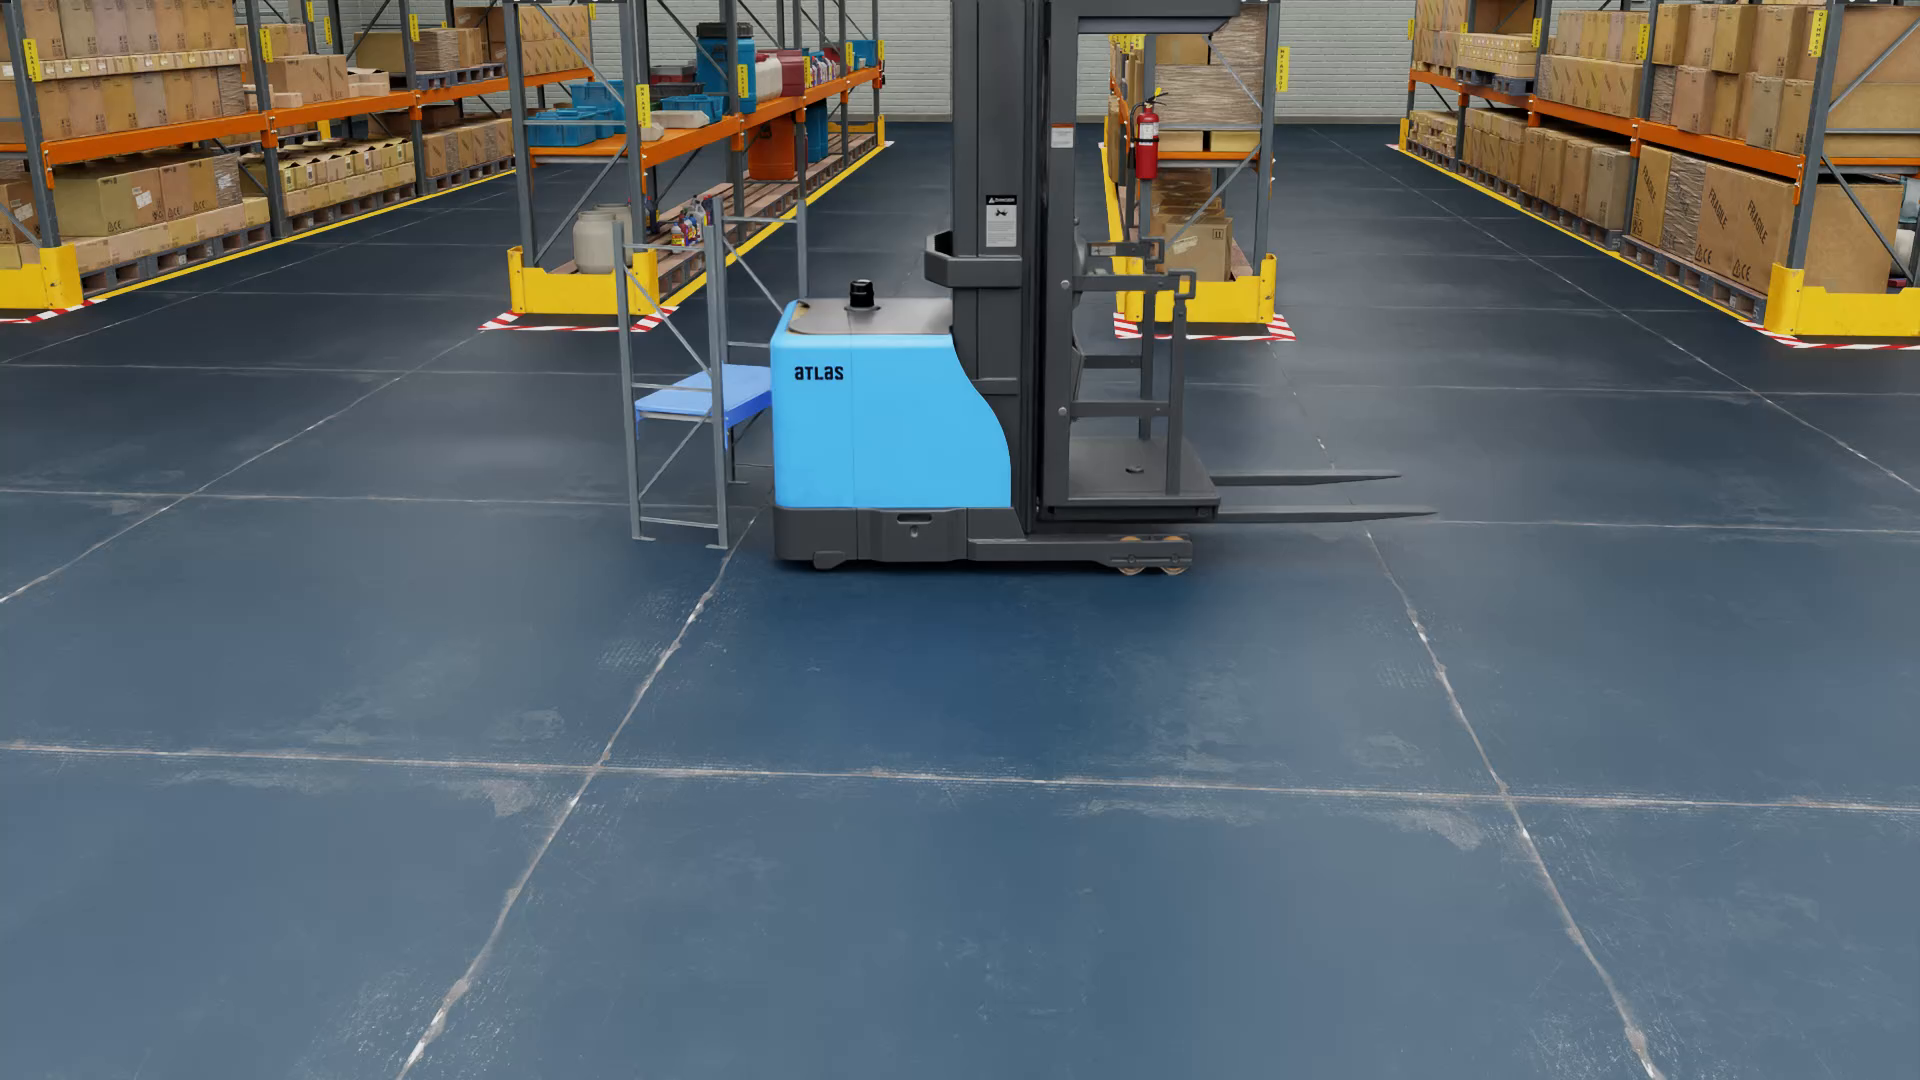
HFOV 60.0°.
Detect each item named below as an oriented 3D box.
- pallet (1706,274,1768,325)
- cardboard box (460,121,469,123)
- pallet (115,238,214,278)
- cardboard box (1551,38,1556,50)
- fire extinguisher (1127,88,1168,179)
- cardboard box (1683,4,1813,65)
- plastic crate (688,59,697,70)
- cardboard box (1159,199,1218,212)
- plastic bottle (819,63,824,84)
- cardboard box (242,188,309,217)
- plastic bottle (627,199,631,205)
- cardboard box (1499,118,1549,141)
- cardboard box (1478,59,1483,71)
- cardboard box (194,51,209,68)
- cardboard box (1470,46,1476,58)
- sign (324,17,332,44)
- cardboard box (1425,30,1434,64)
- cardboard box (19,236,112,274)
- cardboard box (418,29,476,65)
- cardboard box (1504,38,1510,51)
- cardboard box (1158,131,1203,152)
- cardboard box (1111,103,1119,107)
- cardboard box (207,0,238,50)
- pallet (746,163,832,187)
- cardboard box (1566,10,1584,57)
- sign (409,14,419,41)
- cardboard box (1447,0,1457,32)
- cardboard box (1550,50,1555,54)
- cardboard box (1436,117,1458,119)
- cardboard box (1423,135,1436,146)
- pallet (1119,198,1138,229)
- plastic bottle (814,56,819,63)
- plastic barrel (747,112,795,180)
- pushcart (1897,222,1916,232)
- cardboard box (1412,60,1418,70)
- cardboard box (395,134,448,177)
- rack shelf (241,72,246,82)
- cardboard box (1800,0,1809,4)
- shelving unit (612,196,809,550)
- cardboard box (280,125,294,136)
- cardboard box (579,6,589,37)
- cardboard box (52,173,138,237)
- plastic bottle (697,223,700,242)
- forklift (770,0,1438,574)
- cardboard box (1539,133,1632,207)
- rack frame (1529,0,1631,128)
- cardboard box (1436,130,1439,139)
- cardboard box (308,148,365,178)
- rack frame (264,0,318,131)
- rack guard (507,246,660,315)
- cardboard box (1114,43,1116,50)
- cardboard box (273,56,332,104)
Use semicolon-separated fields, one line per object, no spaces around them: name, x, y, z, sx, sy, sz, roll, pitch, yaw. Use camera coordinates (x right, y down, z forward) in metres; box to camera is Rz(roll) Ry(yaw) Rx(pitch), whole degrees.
pallet;6.824;-1.965;13.581;1.003;0.211;1.213;1;18;4
cardboard box;-7.420;-5.842;24.242;0.500;0.500;0.500;2;18;5
pallet;-7.872;-2.696;15.811;1.003;0.211;1.213;1;18;4
cardboard box;7.703;-6.269;21.010;0.380;0.149;0.250;1;18;2
fire extinguisher;1.437;-3.120;12.752;0.296;0.674;0.183;1;18;4
cardboard box;7.148;-4.580;15.107;0.875;0.550;0.550;1;18;4
plastic crate;-2.883;-5.313;19.217;0.402;0.464;0.583;1;18;4
cardboard box;2.039;-2.768;14.893;0.500;0.500;0.500;3;18;9
plastic bottle;-1.969;-6.447;22.981;0.152;0.276;0.135;1;18;4
cardboard box;-7.413;-3.659;18.015;0.500;0.250;0.500;1;18;3
plastic bottle;-3.234;-3.185;16.374;0.144;0.351;0.185;1;18;2
cardboard box;7.231;-5.268;21.319;0.500;0.250;0.500;2;18;5
cardboard box;7.130;-6.329;22.151;0.380;0.149;0.250;1;18;3
cardboard box;-7.548;-4.674;16.167;0.380;0.149;0.250;1;18;4
cardboard box;7.166;-6.635;22.606;0.380;0.149;0.250;1;18;2
sign;-7.944;-6.411;20.939;0.100;0.325;0.005;1;18;4
cardboard box;7.624;-7.746;26.108;0.500;0.500;0.500;2;18;5
cardboard box;-7.715;-2.459;14.352;0.500;0.250;0.500;1;18;4
cardboard box;-7.358;-7.021;23.699;0.700;0.500;0.500;4;19;13
cardboard box;7.035;-6.209;20.829;0.380;0.149;0.250;2;18;6
cardboard box;1.720;-3.156;13.141;0.380;0.149;0.250;1;18;4
cardboard box;2.620;-5.347;22.163;1.225;0.875;0.875;1;18;4
cardboard box;-7.714;-5.173;16.649;0.700;0.500;0.500;1;18;4
pallet;-2.357;-5.076;23.075;1.003;0.211;1.213;1;18;4
cardboard box;7.341;-5.751;18.891;0.700;0.500;0.500;1;18;3
sign;-6.848;-6.428;20.864;0.100;0.325;0.005;1;18;4
cardboard box;7.501;-7.744;24.495;0.500;0.500;0.500;1;18;2
cardboard box;7.704;-6.138;21.088;0.380;0.149;0.250;1;18;4
cardboard box;7.618;-6.492;25.868;0.380;0.149;0.250;1;18;4
cardboard box;7.532;-6.304;26.250;0.380;0.149;0.250;0;18;1
pallet;2.331;-3.721;18.940;1.003;0.211;1.213;1;18;4
plastic bottle;-2.058;-6.707;23.653;0.144;0.351;0.185;1;18;4
plastic barrel;-2.444;-5.098;21.475;0.600;0.830;0.708;1;18;4
pushcart;9.799;-2.993;16.450;1.648;0.377;0.936;-5;19;-15
cardboard box;7.642;-7.797;27.304;0.380;0.149;0.250;1;18;3
cardboard box;-7.084;-5.045;21.811;0.500;0.500;0.500;2;18;6
rack shelf;-11.913;-7.520;27.212;1.077;0.370;4.000;1;18;4
cardboard box;12.509;-7.857;24.277;0.380;0.149;0.250;1;18;3
shelving unit;-1.163;-0.846;8.096;0.538;1.500;1.048;6;19;17
cardboard box;-11.756;-7.120;28.174;0.700;0.500;0.500;1;18;4
cardboard box;-6.586;-8.752;28.049;0.500;0.500;0.500;1;18;3
cardboard box;-7.681;-2.971;14.709;0.500;0.500;0.500;1;18;4
plastic bottle;-2.541;-2.960;15.928;0.097;0.201;0.097;0;18;0
forklift;0.668;-1.405;7.503;3.031;2.935;1.130;0;18;-1
cardboard box;7.226;-4.197;18.851;1.050;0.750;0.750;2;18;5
rack frame;7.419;-5.525;19.966;1.000;3.000;0.127;1;18;4
cardboard box;7.573;-6.264;25.649;0.380;0.149;0.250;0;18;1
cardboard box;-7.302;-4.407;19.395;0.500;0.311;0.500;2;18;5
rack frame;-11.770;-8.483;28.995;1.000;3.000;0.127;1;18;4
rack guard;-3.077;-2.130;13.619;1.175;0.500;0.348;1;18;4
cardboard box;2.532;-7.484;24.506;0.500;0.500;0.500;2;18;5
cardboard box;-7.544;-5.252;18.972;0.500;0.500;0.500;1;18;4
